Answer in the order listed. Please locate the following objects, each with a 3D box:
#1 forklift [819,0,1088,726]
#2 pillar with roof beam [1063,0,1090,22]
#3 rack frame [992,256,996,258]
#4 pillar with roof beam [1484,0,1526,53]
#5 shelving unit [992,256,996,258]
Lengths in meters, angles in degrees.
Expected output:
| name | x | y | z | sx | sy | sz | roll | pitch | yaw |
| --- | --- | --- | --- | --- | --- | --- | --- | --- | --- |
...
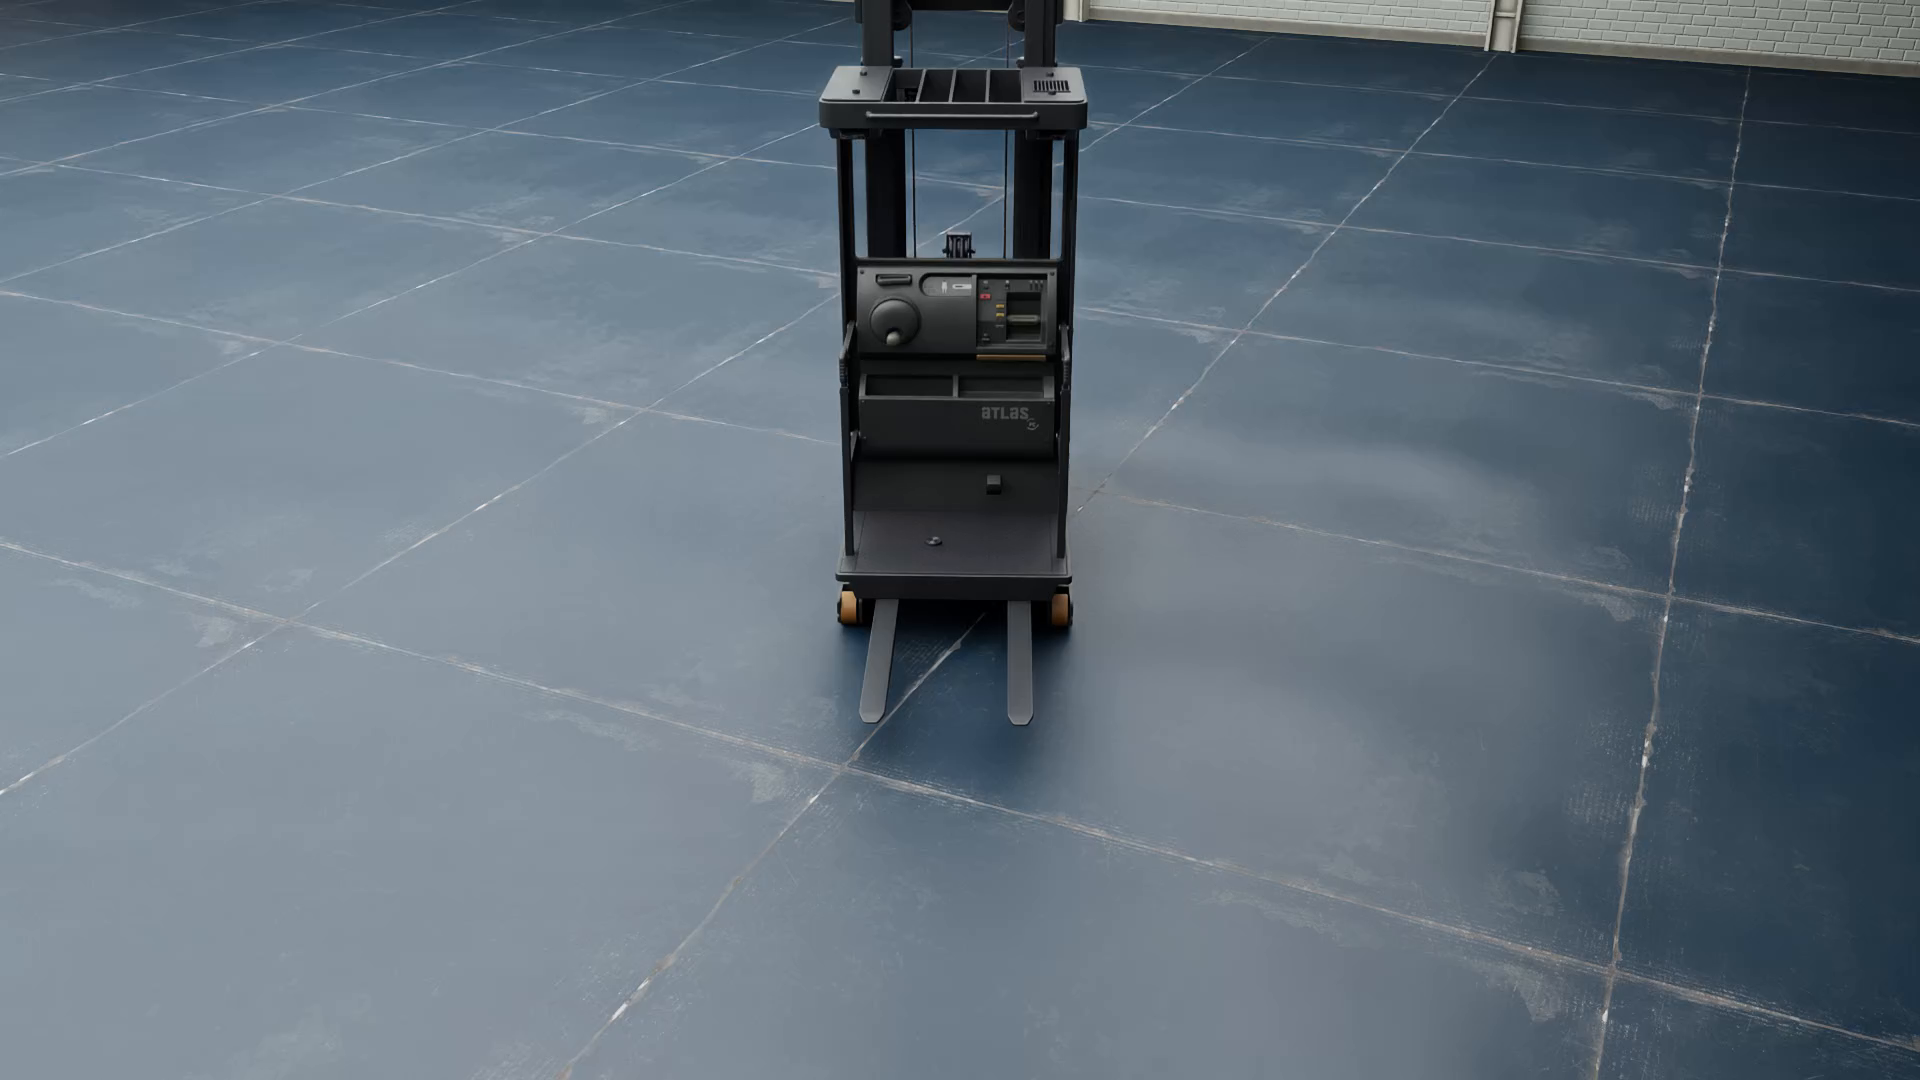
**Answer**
| name | x | y | z | sx | sy | sz | roll | pitch | yaw |
| --- | --- | --- | --- | --- | --- | --- | --- | --- | --- |
| forklift | -0.017 | -1.040 | 7.544 | 1.130 | 2.935 | 3.031 | 1 | 26 | 1 |
| pillar with roof beam | -0.144 | -9.832 | 18.533 | 0.400 | 9.000 | 9.100 | 11 | 28 | 22 |
| rack frame | 0.293 | -1.044 | 9.509 | 0.240 | 1.200 | 0.006 | -4 | 26 | -8 |
| pillar with roof beam | 5.317 | -8.735 | 16.305 | 0.400 | 9.000 | 9.100 | 11 | 28 | 22 |
| shelving unit | 0.307 | -1.005 | 9.428 | 0.258 | 1.200 | 0.189 | -4 | 26 | -8 |
